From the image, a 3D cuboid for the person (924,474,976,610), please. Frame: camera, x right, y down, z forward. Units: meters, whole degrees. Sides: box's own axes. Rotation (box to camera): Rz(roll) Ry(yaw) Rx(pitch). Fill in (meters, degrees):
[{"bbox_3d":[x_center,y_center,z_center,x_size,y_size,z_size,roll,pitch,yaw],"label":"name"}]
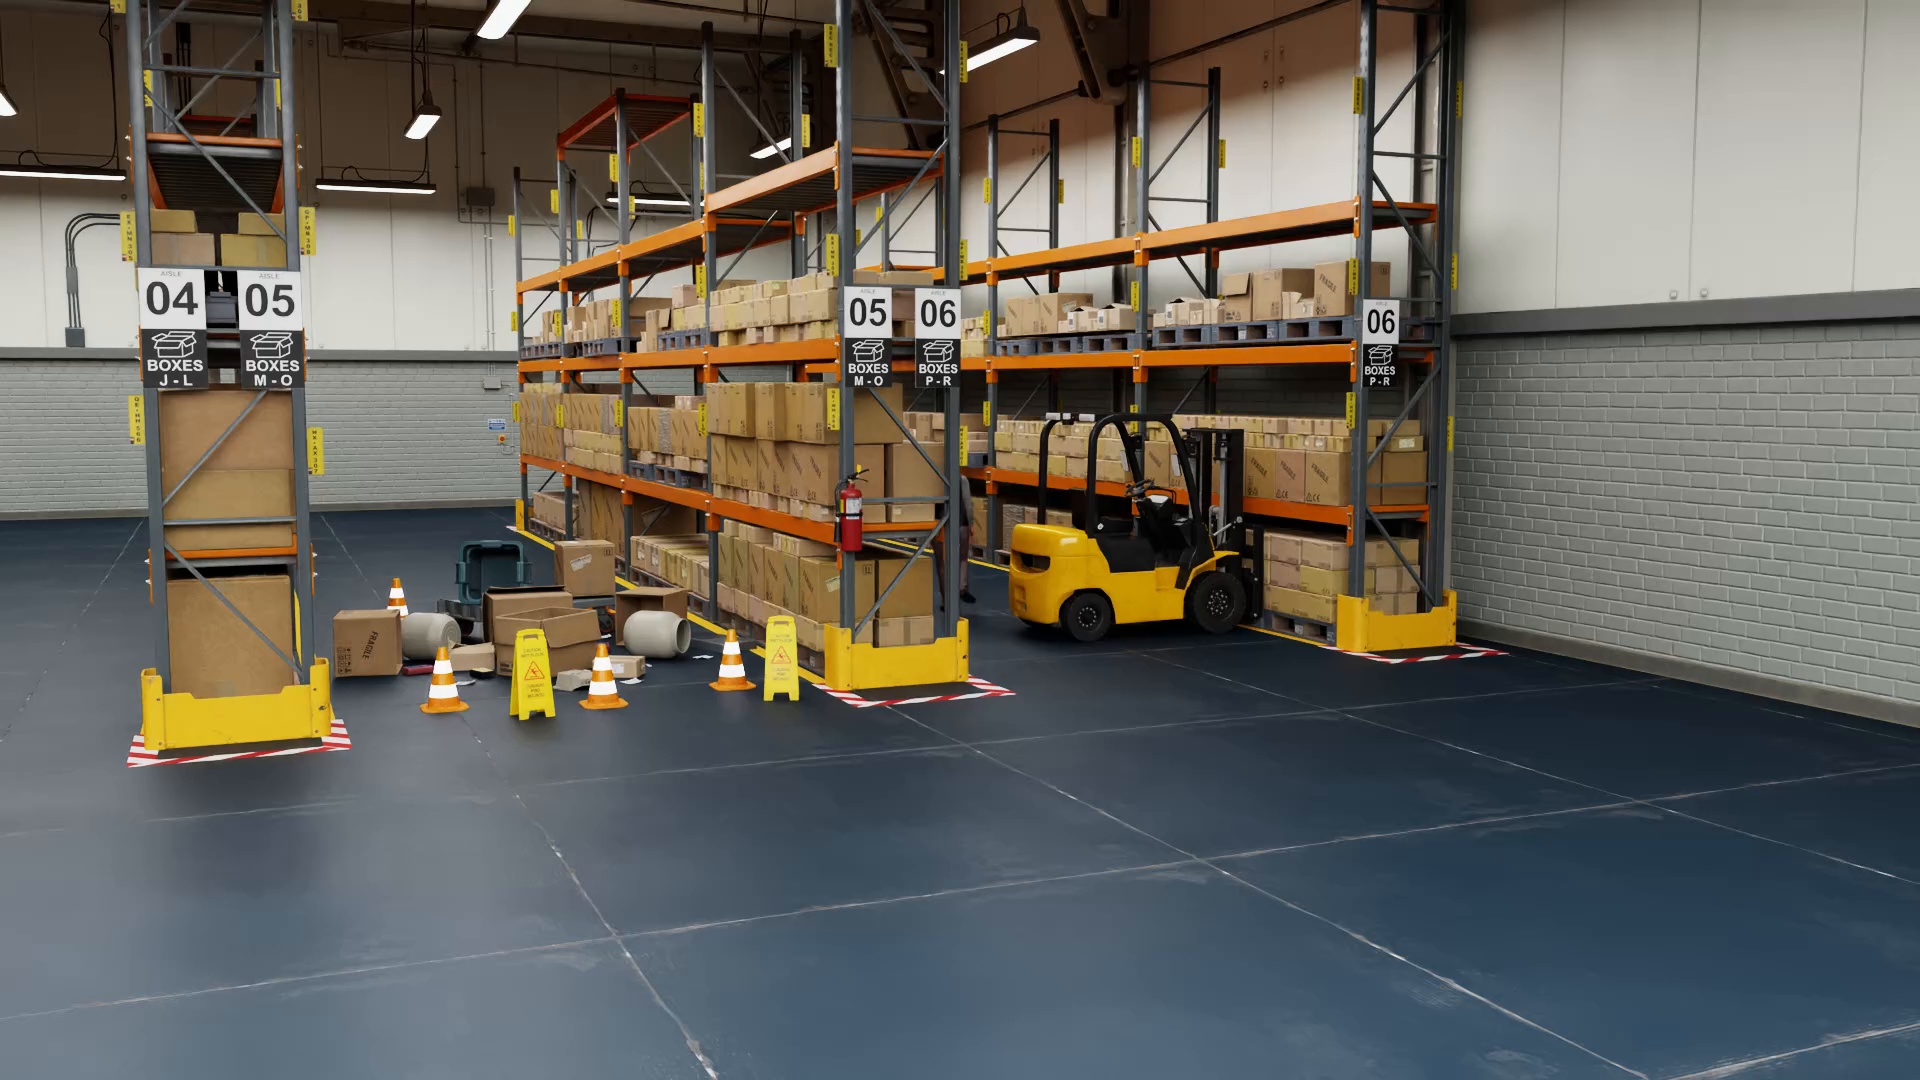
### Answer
[{"bbox_3d":[-0.129,-0.096,17.791,0.576,1.713,0.480,-1,5,-9],"label":"person"}]
